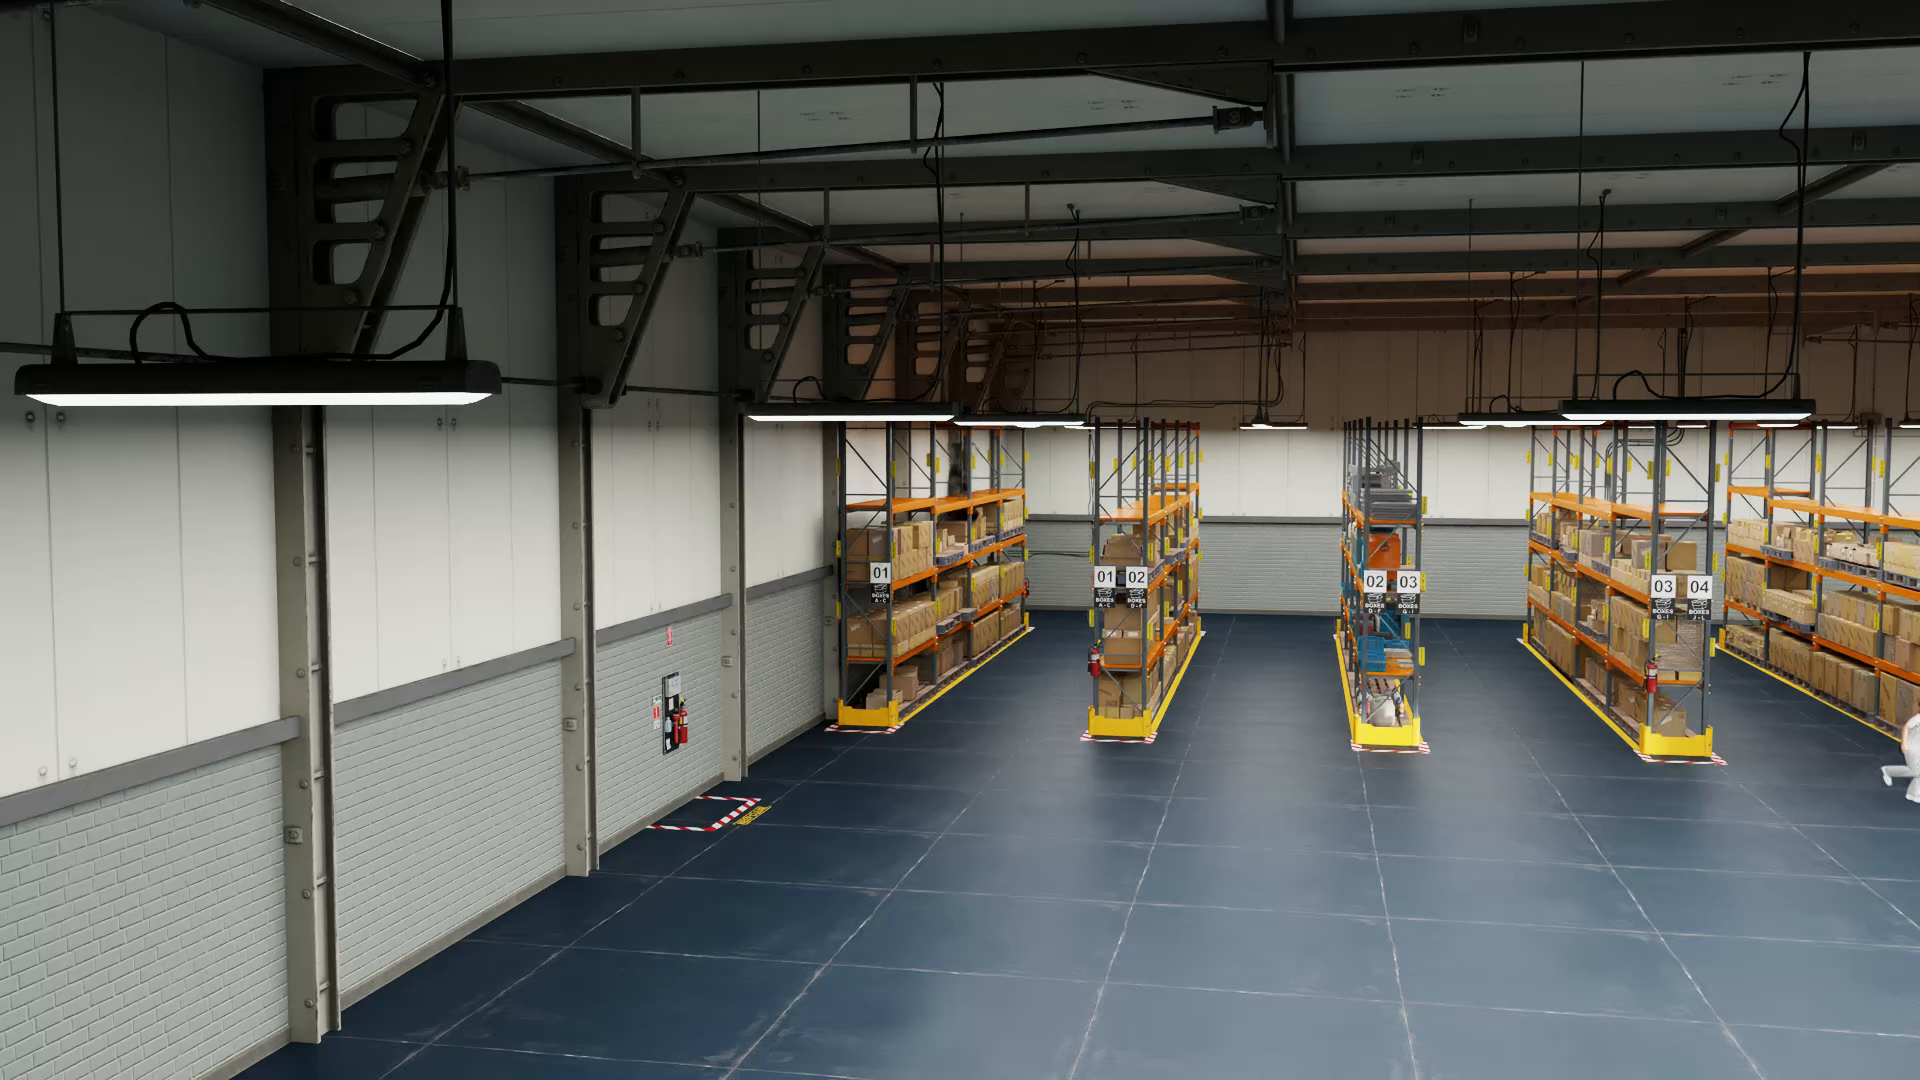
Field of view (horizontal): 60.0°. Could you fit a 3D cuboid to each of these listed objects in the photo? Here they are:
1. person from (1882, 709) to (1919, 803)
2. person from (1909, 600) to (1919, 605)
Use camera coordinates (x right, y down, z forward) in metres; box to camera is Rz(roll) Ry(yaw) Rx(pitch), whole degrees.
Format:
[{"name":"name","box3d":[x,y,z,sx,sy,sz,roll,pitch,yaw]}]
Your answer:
[{"name":"person","box3d":[14.808,3.264,25.921,0.559,1.612,0.778,-3,5,-39]},{"name":"person","box3d":[25.533,2.057,44.302,0.537,1.609,0.581,1,4,18]}]
